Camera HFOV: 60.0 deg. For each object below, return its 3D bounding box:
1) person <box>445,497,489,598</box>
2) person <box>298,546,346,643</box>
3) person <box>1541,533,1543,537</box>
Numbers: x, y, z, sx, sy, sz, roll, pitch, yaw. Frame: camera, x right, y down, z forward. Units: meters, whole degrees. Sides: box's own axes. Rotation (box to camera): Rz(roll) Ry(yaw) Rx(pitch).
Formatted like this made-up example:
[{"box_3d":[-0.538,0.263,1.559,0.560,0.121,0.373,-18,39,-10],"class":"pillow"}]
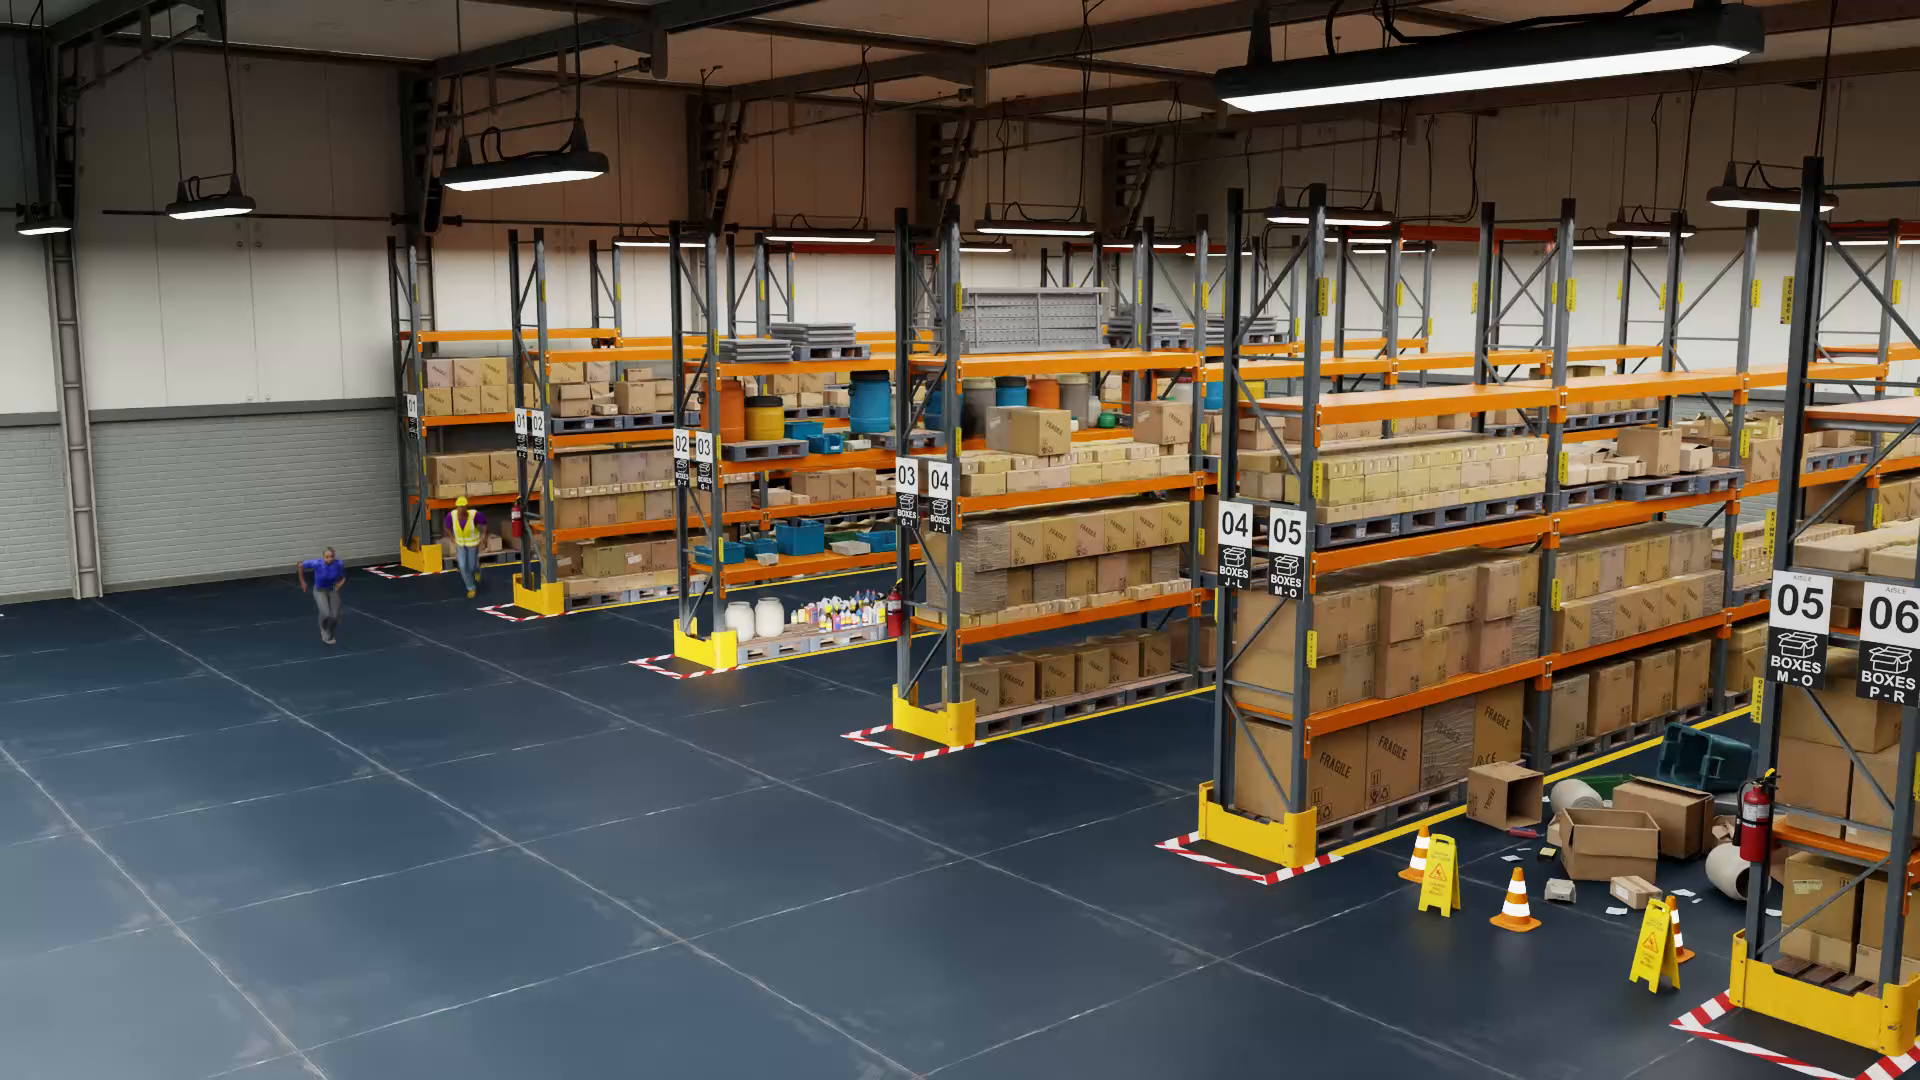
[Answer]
[{"box_3d":[-8.218,0.096,27.754,0.691,1.693,0.835,0,9,3],"class":"person"},{"box_3d":[-9.091,0.797,23.759,0.610,1.485,0.839,-5,10,-30],"class":"person"},{"box_3d":[8.351,0.706,23.622,0.845,1.739,0.594,-8,12,-42],"class":"person"}]
